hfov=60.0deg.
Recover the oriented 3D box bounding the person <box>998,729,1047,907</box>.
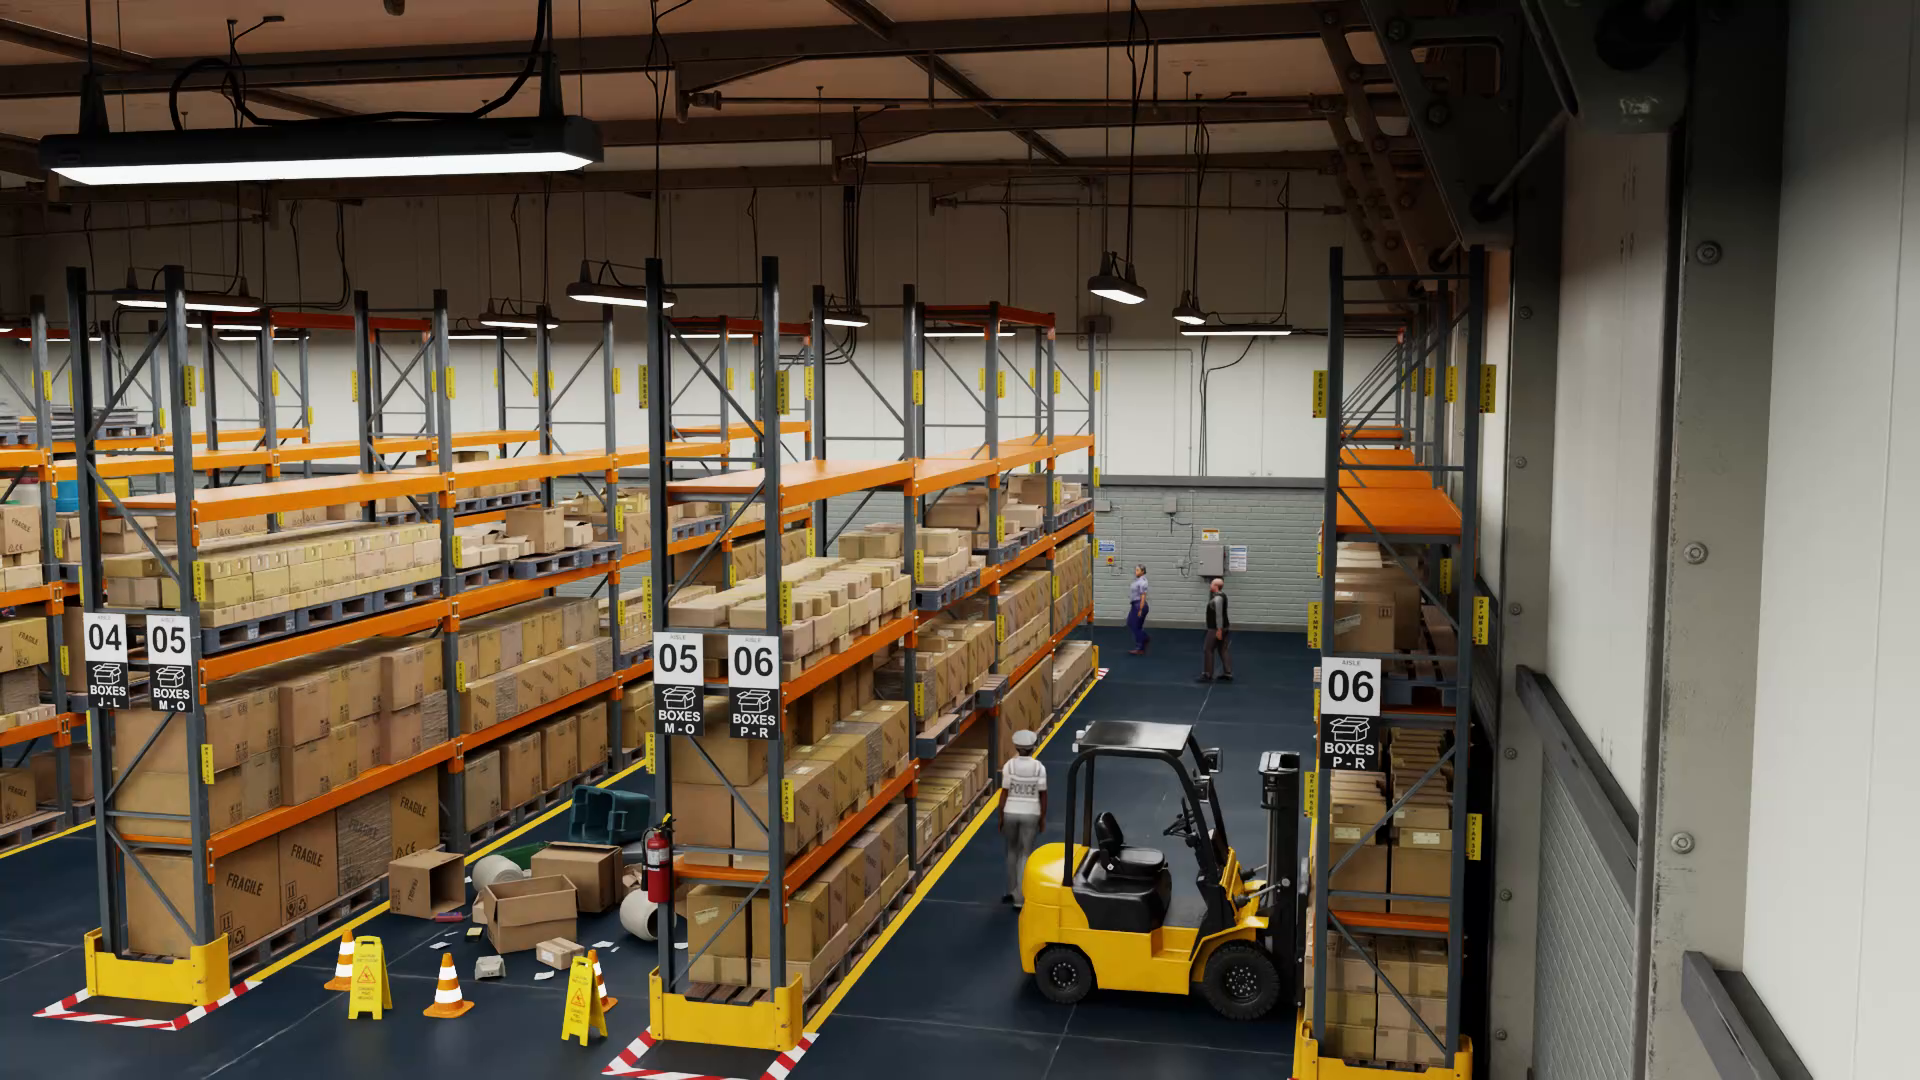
[{"bbox_3d":[0.608,2.726,16.164,0.461,1.738,0.595,1,6,10],"label":"person"}]

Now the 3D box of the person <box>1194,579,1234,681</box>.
[{"bbox_3d":[4.271,1.506,27.788,0.669,1.732,0.576,3,6,25],"label":"person"}]

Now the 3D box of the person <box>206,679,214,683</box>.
[{"bbox_3d":[-8.793,2.319,19.281,0.561,1.765,0.497,3,7,28],"label":"person"}]

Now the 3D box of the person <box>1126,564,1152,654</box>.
[{"bbox_3d":[3.290,1.255,30.421,0.478,1.639,0.504,0,6,3],"label":"person"}]
